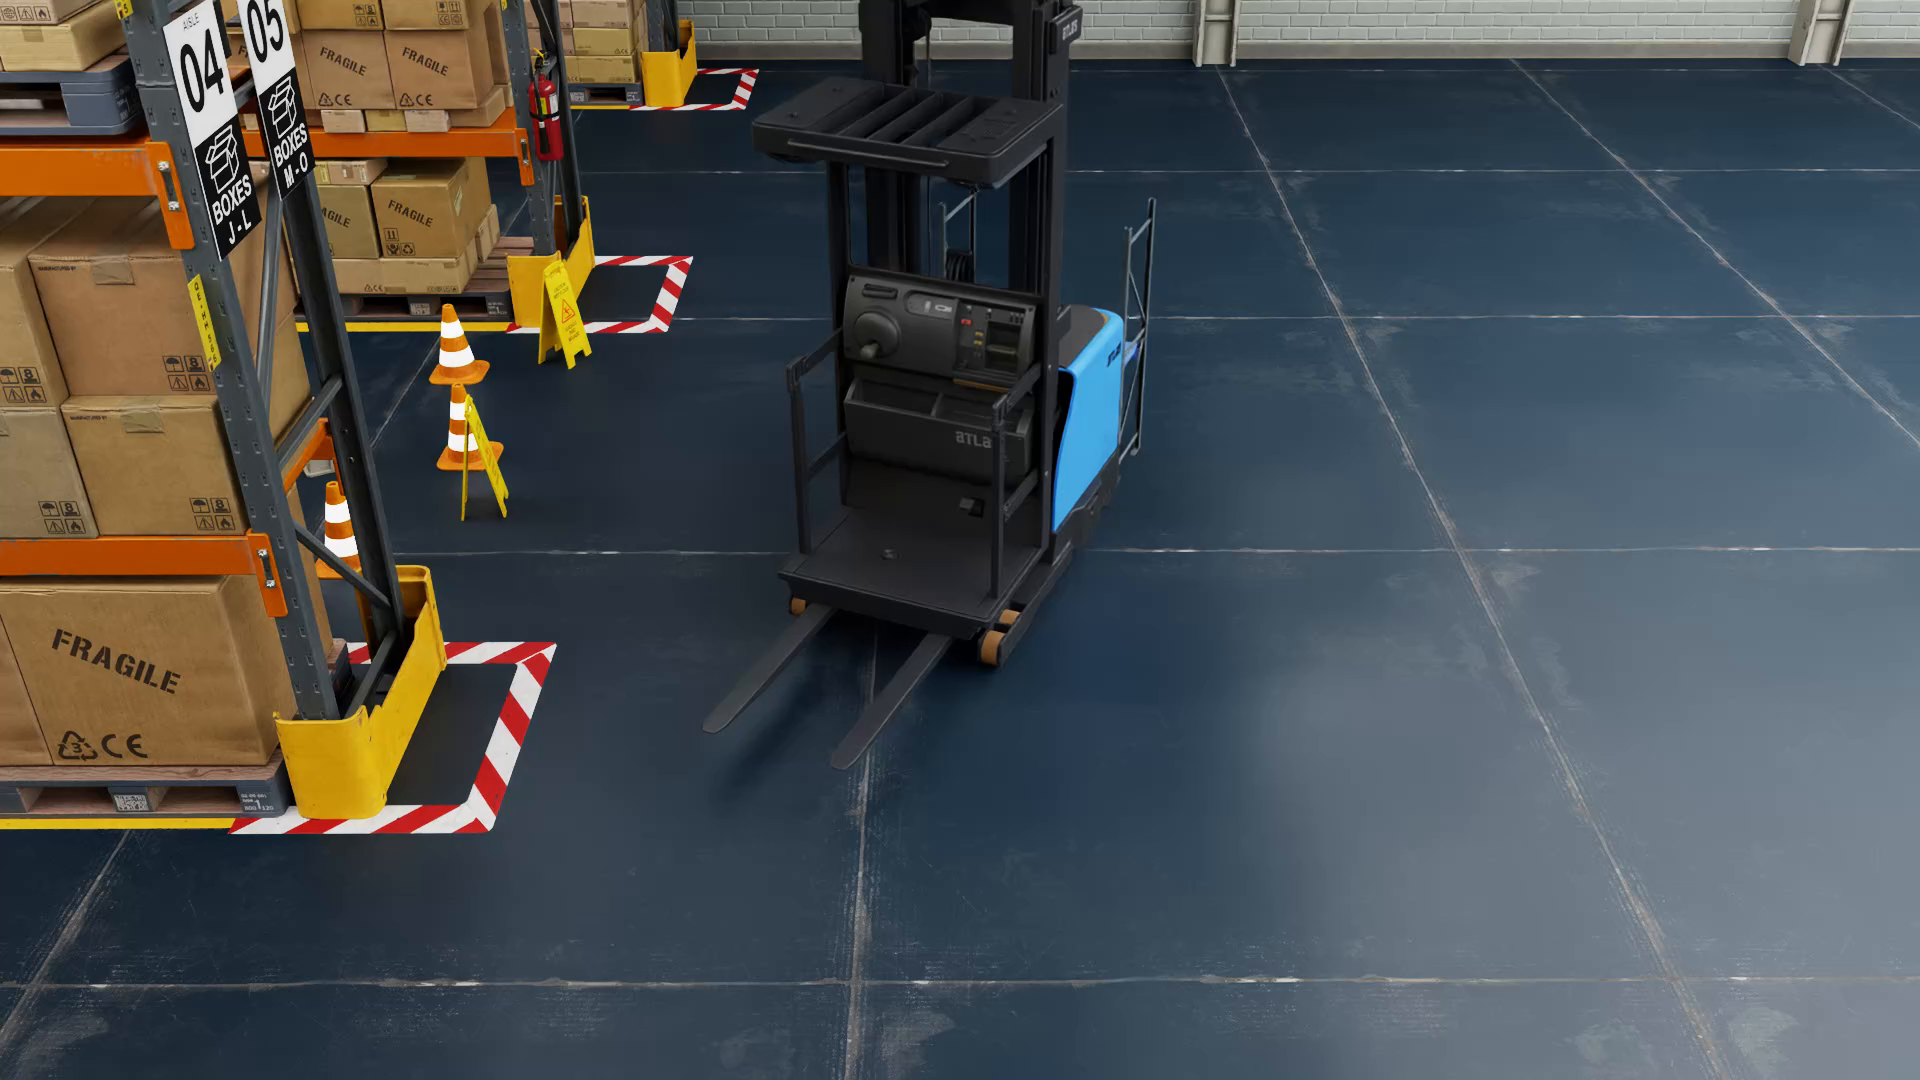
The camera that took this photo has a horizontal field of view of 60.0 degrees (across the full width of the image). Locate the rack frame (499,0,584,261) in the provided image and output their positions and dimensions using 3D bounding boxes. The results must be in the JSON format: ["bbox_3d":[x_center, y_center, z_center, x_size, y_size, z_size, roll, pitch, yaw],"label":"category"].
[{"bbox_3d":[-2.730,-3.002,10.806,0.127,3.000,1.000,0,31,0],"label":"rack frame"}]

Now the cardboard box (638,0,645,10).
[{"bbox_3d":[-3.245,-5.105,15.554,0.500,0.250,0.500,-1,31,-1],"label":"cardboard box"}]

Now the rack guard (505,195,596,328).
[{"bbox_3d":[-2.806,-1.933,11.454,0.348,0.500,1.175,0,31,0],"label":"rack guard"}]

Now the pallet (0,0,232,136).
[{"bbox_3d":[-3.341,-1.671,5.807,1.213,0.211,1.003,0,31,0],"label":"pallet"}]

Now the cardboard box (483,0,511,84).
[{"bbox_3d":[-3.205,-3.314,10.938,0.500,0.500,0.500,-1,31,-1],"label":"cardboard box"}]

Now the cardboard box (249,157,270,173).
[{"bbox_3d":[-4.411,-2.431,10.763,0.250,0.149,0.380,1,31,2],"label":"cardboard box"}]

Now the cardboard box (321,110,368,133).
[{"bbox_3d":[-3.869,-2.718,10.580,0.250,0.149,0.380,0,31,1],"label":"cardboard box"}]

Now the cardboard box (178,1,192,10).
[{"bbox_3d":[-2.944,-1.997,5.999,0.250,0.149,0.380,0,31,0],"label":"cardboard box"}]

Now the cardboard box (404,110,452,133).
[{"bbox_3d":[-3.355,-2.724,10.590,0.250,0.149,0.380,-1,31,-1],"label":"cardboard box"}]

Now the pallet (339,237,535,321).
[{"bbox_3d":[-3.618,-1.825,11.555,1.213,0.211,1.003,0,31,0],"label":"pallet"}]

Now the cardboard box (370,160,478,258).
[{"bbox_3d":[-3.529,-2.189,10.989,0.500,0.500,0.500,0,31,0],"label":"cardboard box"}]

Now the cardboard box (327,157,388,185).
[{"bbox_3d":[-3.896,-2.430,10.761,0.250,0.149,0.380,1,31,1],"label":"cardboard box"}]

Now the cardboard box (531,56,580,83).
[{"bbox_3d":[-3.729,-4.419,15.387,0.500,0.250,0.500,0,31,0],"label":"cardboard box"}]

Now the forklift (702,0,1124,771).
[{"bbox_3d":[-0.183,-0.915,7.433,1.130,2.935,3.031,13,33,20],"label":"forklift"}]

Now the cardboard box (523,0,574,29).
[{"bbox_3d":[-3.733,-4.840,15.118,0.500,0.250,0.500,0,31,1],"label":"cardboard box"}]

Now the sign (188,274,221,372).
[{"bbox_3d":[-2.610,-0.749,5.749,0.005,0.325,0.100,0,31,0],"label":"sign"}]

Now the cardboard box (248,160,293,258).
[{"bbox_3d":[-4.556,-2.187,10.987,0.500,0.500,0.500,-1,31,-1],"label":"cardboard box"}]

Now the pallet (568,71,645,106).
[{"bbox_3d":[-3.528,-4.360,15.733,1.213,0.211,1.003,0,31,0],"label":"pallet"}]

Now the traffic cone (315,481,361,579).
[{"bbox_3d":[-3.139,-0.085,8.444,0.334,0.463,0.336,0,31,0],"label":"traffic cone"}]

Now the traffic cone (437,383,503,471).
[{"bbox_3d":[-2.805,-0.672,9.412,0.334,0.463,0.336,0,31,0],"label":"traffic cone"}]

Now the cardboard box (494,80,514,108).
[{"bbox_3d":[-3.071,-3.001,11.046,0.250,0.149,0.380,0,31,0],"label":"cardboard box"}]

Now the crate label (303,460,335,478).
[{"bbox_3d":[-3.591,-0.498,9.439,0.298,0.136,0.250,-17,35,-26],"label":"crate label"}]

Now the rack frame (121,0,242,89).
[{"bbox_3d":[-2.599,-3.000,5.019,0.127,3.000,1.000,0,31,0],"label":"rack frame"}]

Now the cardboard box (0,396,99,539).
[{"bbox_3d":[-3.520,-0.461,6.474,0.550,0.550,0.875,0,31,0],"label":"cardboard box"}]

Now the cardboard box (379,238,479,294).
[{"bbox_3d":[-3.561,-1.864,11.176,0.500,0.250,0.500,0,31,-1],"label":"cardboard box"}]

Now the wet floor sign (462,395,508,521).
[{"bbox_3d":[-2.582,-0.455,8.878,0.232,0.644,0.267,-5,32,-9],"label":"wet floor sign"}]

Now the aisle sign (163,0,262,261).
[{"bbox_3d":[-2.526,-1.391,5.644,0.004,0.787,0.394,0,31,0],"label":"aisle sign"}]

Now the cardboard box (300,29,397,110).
[{"bbox_3d":[-3.772,-3.028,10.466,0.500,0.500,0.500,0,31,0],"label":"cardboard box"}]

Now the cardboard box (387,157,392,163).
[{"bbox_3d":[-4.085,-2.463,11.441,0.500,0.500,0.500,-1,31,-2],"label":"cardboard box"}]

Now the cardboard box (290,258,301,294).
[{"bbox_3d":[-4.578,-1.862,11.173,0.500,0.250,0.500,-1,31,-2],"label":"cardboard box"}]

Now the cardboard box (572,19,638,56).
[{"bbox_3d":[-3.248,-4.631,15.255,0.500,0.250,0.500,-1,31,-1],"label":"cardboard box"}]

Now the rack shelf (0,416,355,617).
[{"bbox_3d":[-4.599,-0.121,6.751,4.000,0.370,1.077,0,31,0],"label":"rack shelf"}]

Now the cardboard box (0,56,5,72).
[{"bbox_3d":[-3.181,-1.655,5.435,0.250,0.149,0.380,0,31,0],"label":"cardboard box"}]

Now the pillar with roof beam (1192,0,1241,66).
[{"bbox_3d":[2.561,-6.393,10.611,0.400,9.000,9.100,0,31,0],"label":"pillar with roof beam"}]

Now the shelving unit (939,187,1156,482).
[{"bbox_3d":[0.466,-1.157,9.210,1.048,1.500,0.538,11,33,18],"label":"shelving unit"}]

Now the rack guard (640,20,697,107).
[{"bbox_3d":[-2.739,-4.508,15.698,0.348,0.500,1.175,0,31,0],"label":"rack guard"}]

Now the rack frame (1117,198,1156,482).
[{"bbox_3d":[0.940,-1.061,9.053,0.032,1.500,0.500,11,33,18],"label":"rack frame"}]

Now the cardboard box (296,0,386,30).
[{"bbox_3d":[-3.745,-3.487,10.258,0.500,0.500,0.700,0,31,0],"label":"cardboard box"}]

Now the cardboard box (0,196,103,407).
[{"bbox_3d":[-3.520,-0.930,6.205,0.550,0.550,0.875,0,31,0],"label":"cardboard box"}]

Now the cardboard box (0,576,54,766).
[{"bbox_3d":[-4.156,0.334,6.951,0.875,0.875,0.875,-1,31,-1],"label":"cardboard box"}]

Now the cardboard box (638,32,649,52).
[{"bbox_3d":[-3.256,-4.681,15.819,0.500,0.250,0.500,0,31,0],"label":"cardboard box"}]

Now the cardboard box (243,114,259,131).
[{"bbox_3d":[-4.381,-2.742,10.620,0.250,0.149,0.380,0,31,-1],"label":"cardboard box"}]
